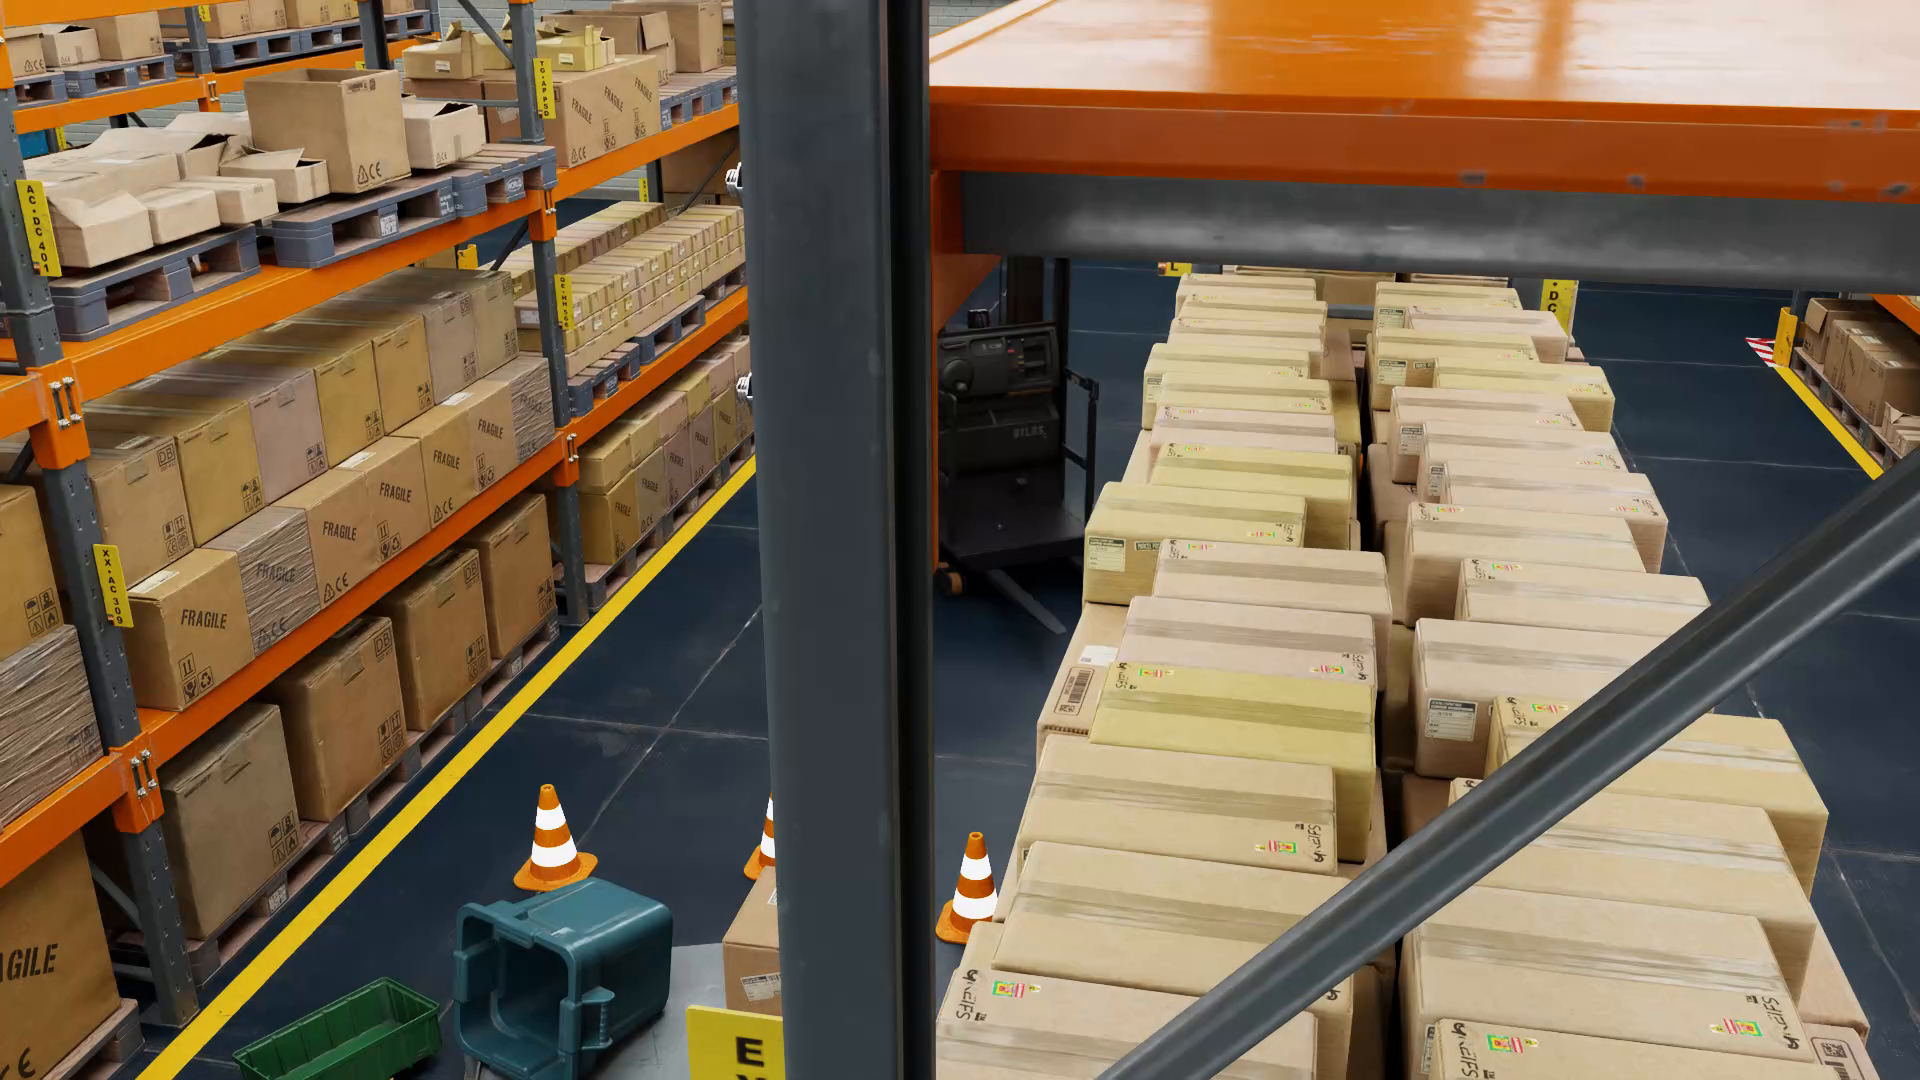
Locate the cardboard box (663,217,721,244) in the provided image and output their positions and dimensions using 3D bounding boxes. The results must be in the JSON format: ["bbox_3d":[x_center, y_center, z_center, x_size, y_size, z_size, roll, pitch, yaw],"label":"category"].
[{"bbox_3d":[-2.043,-2.359,12.672,0.380,0.149,0.250,4,22,9],"label":"cardboard box"}]

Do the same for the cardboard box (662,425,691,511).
[{"bbox_3d":[-2.266,-0.543,11.969,0.500,0.500,0.500,4,22,10],"label":"cardboard box"}]

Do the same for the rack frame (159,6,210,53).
[{"bbox_3d":[-6.878,-5.556,13.605,1.000,3.000,0.127,4,22,11],"label":"rack frame"}]

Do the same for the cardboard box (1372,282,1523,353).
[{"bbox_3d":[1.340,-0.605,4.594,0.380,0.149,0.250,5,22,12],"label":"cardboard box"}]

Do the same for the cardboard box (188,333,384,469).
[{"bbox_3d":[-3.269,-0.683,8.061,0.700,0.500,0.500,4,22,10],"label":"cardboard box"}]

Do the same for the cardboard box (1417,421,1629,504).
[{"bbox_3d":[1.141,-0.125,3.403,0.380,0.149,0.250,5,22,12],"label":"cardboard box"}]

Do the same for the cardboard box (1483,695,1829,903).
[{"bbox_3d":[0.918,0.345,2.236,0.380,0.149,0.250,4,22,11],"label":"cardboard box"}]

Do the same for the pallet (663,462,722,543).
[{"bbox_3d":[-2.448,-0.333,12.397,1.003,0.211,1.213,4,22,11],"label":"pallet"}]

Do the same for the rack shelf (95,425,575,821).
[{"bbox_3d":[-3.268,0.169,8.381,1.077,0.370,4.000,4,22,11],"label":"rack shelf"}]

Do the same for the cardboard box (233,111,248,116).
[{"bbox_3d":[-3.325,-2.028,8.362,0.500,0.250,0.500,5,22,12],"label":"cardboard box"}]

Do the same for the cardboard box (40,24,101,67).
[{"bbox_3d":[-7.190,-3.924,13.124,0.500,0.311,0.500,4,22,9],"label":"cardboard box"}]

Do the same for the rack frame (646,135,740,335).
[{"bbox_3d":[-2.043,-2.359,13.695,1.000,3.000,0.127,4,22,11],"label":"rack frame"}]

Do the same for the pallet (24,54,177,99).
[{"bbox_3d":[-7.017,-3.737,13.359,0.805,0.209,1.217,4,22,9],"label":"pallet"}]

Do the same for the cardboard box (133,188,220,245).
[{"bbox_3d":[-3.221,-1.309,6.714,0.250,0.149,0.380,4,22,11],"label":"cardboard box"}]

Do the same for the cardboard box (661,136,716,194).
[{"bbox_3d":[-2.212,-3.199,13.912,0.500,0.500,0.500,4,22,9],"label":"cardboard box"}]

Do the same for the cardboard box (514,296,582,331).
[{"bbox_3d":[-2.575,-1.406,10.307,0.380,0.149,0.250,4,22,11],"label":"cardboard box"}]

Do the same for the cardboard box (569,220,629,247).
[{"bbox_3d":[-2.733,-2.317,12.569,0.380,0.149,0.250,4,22,10],"label":"cardboard box"}]

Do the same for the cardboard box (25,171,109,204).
[{"bbox_3d":[-3.688,-1.266,6.472,0.500,0.250,0.500,5,22,11],"label":"cardboard box"}]

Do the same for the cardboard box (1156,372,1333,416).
[{"bbox_3d":[0.639,-0.265,3.750,0.380,0.149,0.250,4,22,9],"label":"cardboard box"}]

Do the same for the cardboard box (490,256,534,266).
[{"bbox_3d":[-2.996,-1.837,11.378,0.380,0.149,0.250,4,22,11],"label":"cardboard box"}]

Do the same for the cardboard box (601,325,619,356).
[{"bbox_3d":[-2.461,-1.319,10.888,0.380,0.149,0.250,6,23,14],"label":"cardboard box"}]

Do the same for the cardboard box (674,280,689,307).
[{"bbox_3d":[-2.193,-1.800,12.082,0.380,0.149,0.250,5,23,13],"label":"cardboard box"}]

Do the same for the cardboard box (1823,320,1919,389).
[{"bbox_3d":[8.069,-1.613,14.628,0.700,0.500,0.500,5,23,13],"label":"cardboard box"}]

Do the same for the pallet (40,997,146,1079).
[{"bbox_3d":[-3.908,2.133,6.275,1.003,0.211,1.213,4,22,11],"label":"pallet"}]

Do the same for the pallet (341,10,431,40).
[{"bbox_3d":[-6.203,-5.315,17.138,1.003,0.211,1.213,4,22,11],"label":"pallet"}]

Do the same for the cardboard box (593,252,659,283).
[{"bbox_3d":[-2.309,-1.885,11.497,0.380,0.149,0.250,5,23,13],"label":"cardboard box"}]

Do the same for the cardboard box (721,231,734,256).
[{"bbox_3d":[-1.984,-2.318,12.970,0.380,0.149,0.250,5,22,11],"label":"cardboard box"}]

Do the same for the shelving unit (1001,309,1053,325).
[{"bbox_3d":[0.244,-1.140,13.178,0.538,1.125,1.048,15,26,33],"label":"shelving unit"}]

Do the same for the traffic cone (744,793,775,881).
[{"bbox_3d":[-0.847,1.342,7.903,0.336,0.463,0.334,4,22,11],"label":"traffic cone"}]

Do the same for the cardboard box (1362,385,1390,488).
[{"bbox_3d":[1.262,-0.185,4.086,0.500,0.250,0.500,4,22,10],"label":"cardboard box"}]

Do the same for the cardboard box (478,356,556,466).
[{"bbox_3d":[-2.689,-0.757,9.584,0.500,0.500,0.500,4,22,11],"label":"cardboard box"}]

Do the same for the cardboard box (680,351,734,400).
[{"bbox_3d":[-2.066,-1.263,12.755,0.500,0.250,0.500,6,23,13],"label":"cardboard box"}]

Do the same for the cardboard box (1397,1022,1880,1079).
[{"bbox_3d":[0.738,0.747,1.771,0.500,0.250,0.500,4,22,10],"label":"cardboard box"}]

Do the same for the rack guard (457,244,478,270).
[{"bbox_3d":[-6.057,-3.086,18.847,1.175,0.500,0.348,4,22,11],"label":"rack guard"}]

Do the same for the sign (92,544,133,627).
[{"bbox_3d":[-3.132,0.171,6.150,0.100,0.325,0.005,4,22,11],"label":"sign"}]

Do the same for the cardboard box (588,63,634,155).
[{"bbox_3d":[-2.388,-2.705,10.407,0.500,0.500,0.500,4,22,11],"label":"cardboard box"}]

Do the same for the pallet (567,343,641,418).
[{"bbox_3d":[-2.818,-1.076,10.766,1.213,0.211,1.003,4,22,11],"label":"pallet"}]

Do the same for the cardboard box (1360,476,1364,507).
[{"bbox_3d":[1.287,-0.143,4.515,0.380,0.149,0.250,5,22,12],"label":"cardboard box"}]

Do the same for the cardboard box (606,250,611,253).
[{"bbox_3d":[-2.783,-2.083,12.385,0.380,0.149,0.250,5,23,13],"label":"cardboard box"}]

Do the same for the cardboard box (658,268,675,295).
[{"bbox_3d":[-2.252,-1.844,11.792,0.380,0.149,0.250,5,23,13],"label":"cardboard box"}]

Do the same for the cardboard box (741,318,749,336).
[{"bbox_3d":[-2.039,-1.934,15.098,0.380,0.149,0.250,5,23,13],"label":"cardboard box"}]

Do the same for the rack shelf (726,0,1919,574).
[{"bbox_3d":[0.783,-0.809,2.783,1.077,0.370,4.000,4,22,11],"label":"rack shelf"}]

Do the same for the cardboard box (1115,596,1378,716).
[{"bbox_3d":[0.438,0.216,2.557,0.380,0.149,0.250,4,22,11],"label":"cardboard box"}]

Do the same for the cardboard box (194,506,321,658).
[{"bbox_3d":[-3.203,0.164,7.297,0.500,0.500,0.500,5,22,11],"label":"cardboard box"}]

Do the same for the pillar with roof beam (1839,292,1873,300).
[{"bbox_3d":[5.717,-7.132,17.518,9.100,9.000,0.400,4,22,11],"label":"pillar with roof beam"}]

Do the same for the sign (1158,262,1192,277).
[{"bbox_3d":[0.647,-0.947,4.956,0.100,0.325,0.005,4,22,11],"label":"sign"}]

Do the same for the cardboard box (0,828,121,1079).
[{"bbox_3d":[-3.873,1.583,6.191,0.875,0.875,0.875,5,22,12],"label":"cardboard box"}]

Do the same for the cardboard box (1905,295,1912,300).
[{"bbox_3d":[7.642,-1.948,13.012,0.380,0.149,0.250,5,22,12],"label":"cardboard box"}]

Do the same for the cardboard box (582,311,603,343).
[{"bbox_3d":[-2.511,-1.373,10.623,0.380,0.149,0.250,6,23,13],"label":"cardboard box"}]

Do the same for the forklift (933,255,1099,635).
[{"bbox_3d":[0.306,-1.165,10.822,1.130,2.935,3.031,-9,24,-21],"label":"forklift"}]

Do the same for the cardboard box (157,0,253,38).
[{"bbox_3d":[-6.778,-4.743,14.771,0.700,0.500,0.500,3,22,8],"label":"cardboard box"}]

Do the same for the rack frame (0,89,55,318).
[{"bbox_3d":[-3.676,-2.216,5.309,1.000,3.000,0.127,4,22,11],"label":"rack frame"}]

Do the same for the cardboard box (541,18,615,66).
[{"bbox_3d":[-2.389,-3.100,10.363,0.396,0.266,0.258,4,22,11],"label":"cardboard box"}]

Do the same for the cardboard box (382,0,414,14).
[{"bbox_3d":[-6.116,-5.721,17.199,0.700,0.500,0.500,3,22,8],"label":"cardboard box"}]

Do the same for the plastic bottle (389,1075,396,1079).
[{"bbox_3d":[-2.255,2.146,6.443,0.133,0.061,0.283,-7,23,-17],"label":"plastic bottle"}]

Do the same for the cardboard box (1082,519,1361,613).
[{"bbox_3d":[0.521,0.144,3.268,0.500,0.250,0.500,5,22,11],"label":"cardboard box"}]

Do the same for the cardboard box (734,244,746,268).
[{"bbox_3d":[-1.931,-2.277,13.265,0.380,0.149,0.250,4,22,10],"label":"cardboard box"}]
